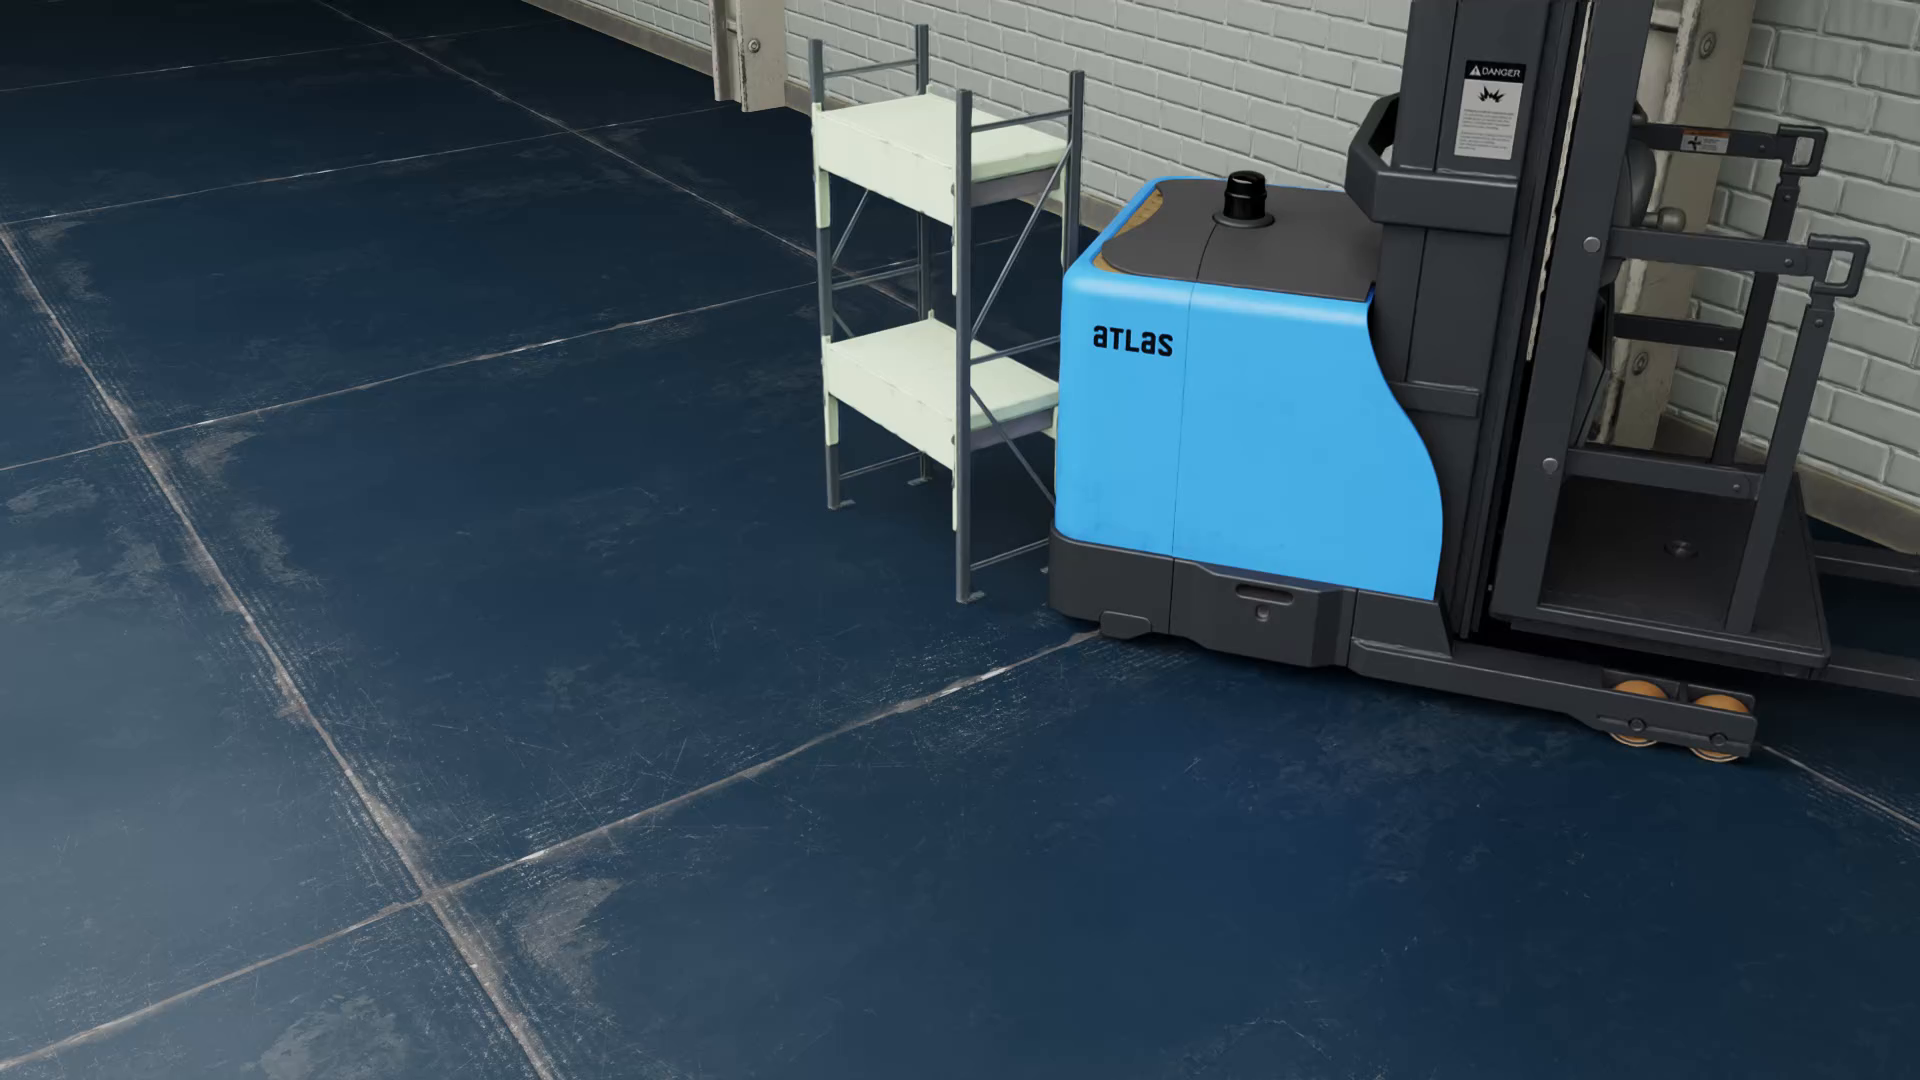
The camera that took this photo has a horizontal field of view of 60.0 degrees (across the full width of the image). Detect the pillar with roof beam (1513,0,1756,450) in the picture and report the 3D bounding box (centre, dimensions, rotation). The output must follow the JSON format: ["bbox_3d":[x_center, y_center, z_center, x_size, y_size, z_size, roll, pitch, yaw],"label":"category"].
[{"bbox_3d":[-1.300,-3.113,1.553,9.100,9.000,0.400,-19,34,-31],"label":"pillar with roof beam"}]

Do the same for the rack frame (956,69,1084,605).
[{"bbox_3d":[0.159,-0.528,4.650,0.400,1.500,0.023,-19,34,-30],"label":"rack frame"}]

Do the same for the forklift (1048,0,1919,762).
[{"bbox_3d":[1.825,-1.013,4.043,3.031,2.935,1.130,10,30,17],"label":"forklift"}]

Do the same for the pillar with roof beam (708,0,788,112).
[{"bbox_3d":[-4.780,-5.446,5.848,9.100,9.000,0.400,-19,34,-31],"label":"pillar with roof beam"}]

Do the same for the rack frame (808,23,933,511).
[{"bbox_3d":[-0.263,-0.813,5.176,0.400,1.500,0.023,-19,34,-30],"label":"rack frame"}]

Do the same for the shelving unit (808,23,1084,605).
[{"bbox_3d":[-0.052,-0.670,4.913,0.431,1.500,0.755,-19,34,-30],"label":"shelving unit"}]

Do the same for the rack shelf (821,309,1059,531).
[{"bbox_3d":[-0.052,-0.384,5.069,0.431,0.370,0.720,-19,34,-30],"label":"rack shelf"}]

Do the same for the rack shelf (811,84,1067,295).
[{"bbox_3d":[-0.052,-1.013,4.727,0.431,0.370,0.720,-19,34,-30],"label":"rack shelf"}]
